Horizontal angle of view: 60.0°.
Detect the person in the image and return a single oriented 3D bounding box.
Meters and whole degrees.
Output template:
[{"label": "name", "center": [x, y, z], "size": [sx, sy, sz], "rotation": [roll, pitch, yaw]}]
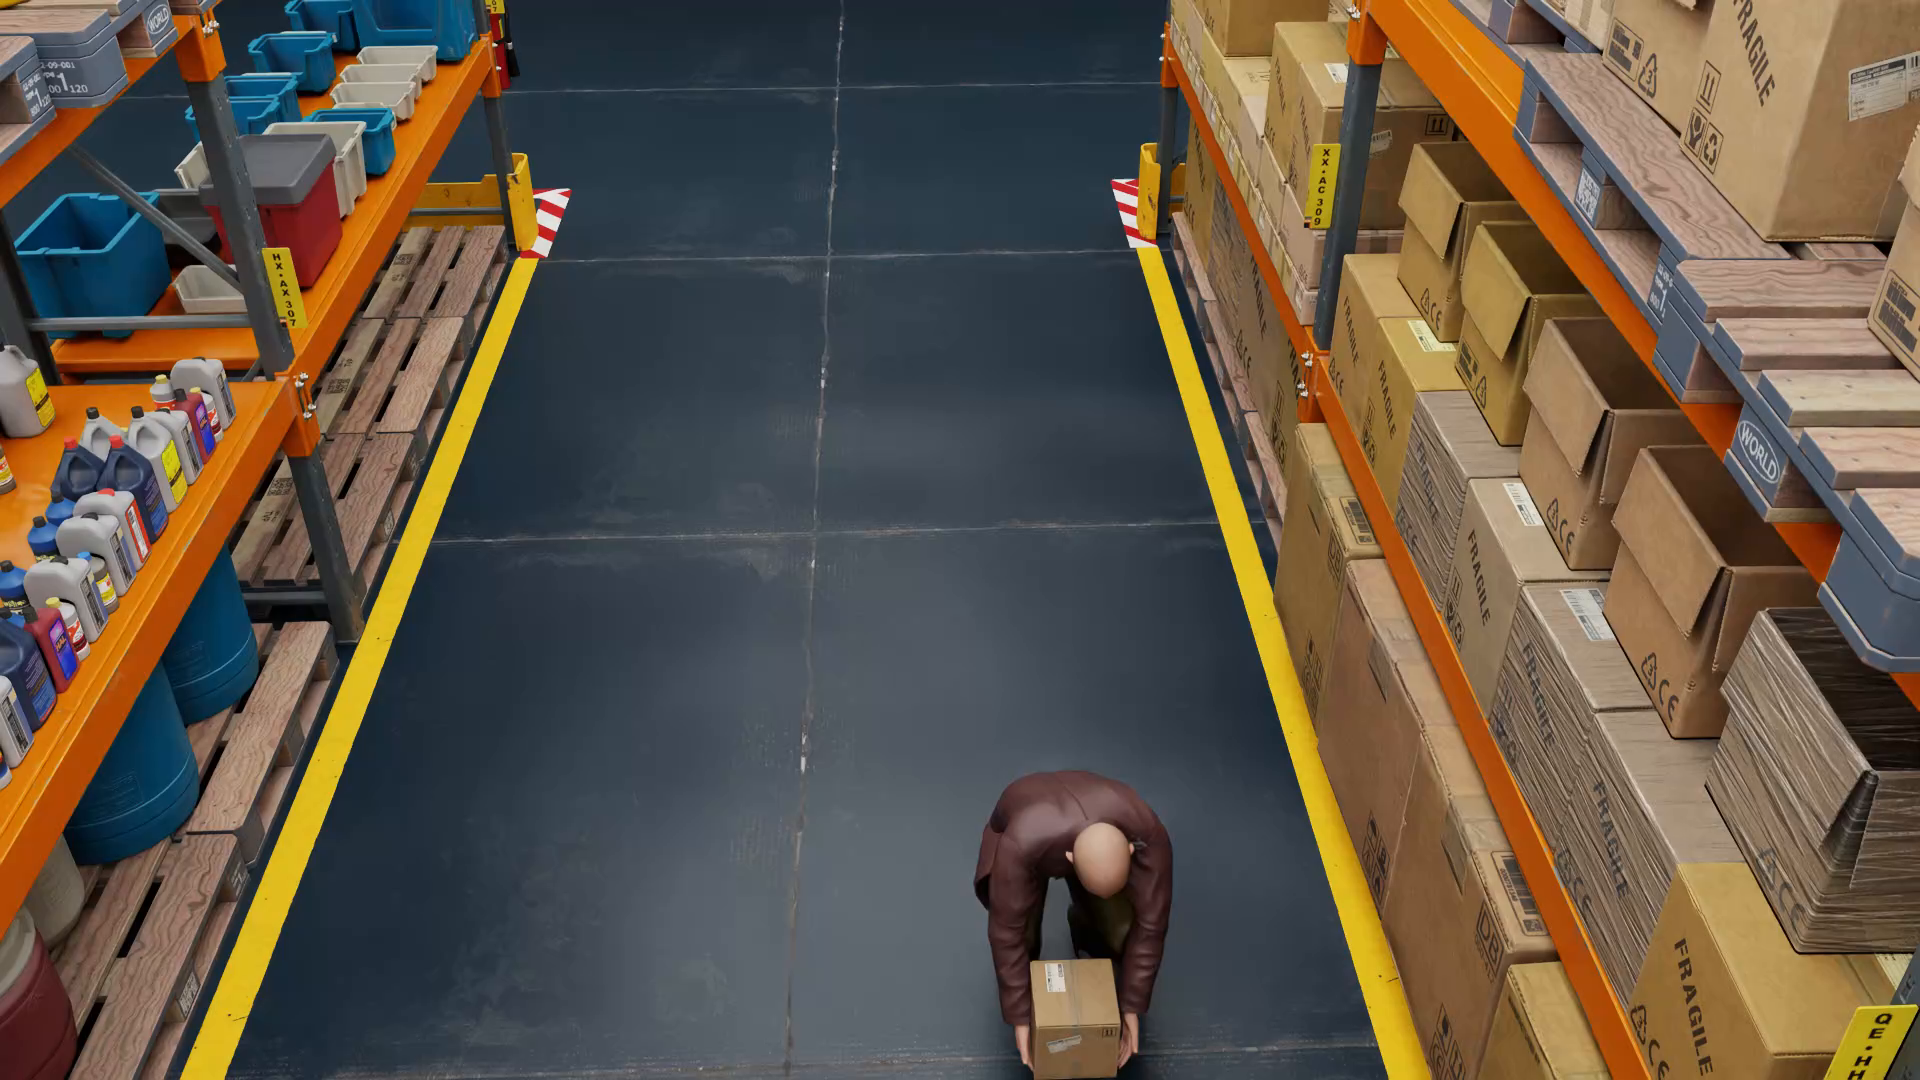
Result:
[{"label": "person", "center": [0.348, 1.107, 5.260], "size": [0.609, 0.986, 0.911], "rotation": [-2, 35, -2]}]
